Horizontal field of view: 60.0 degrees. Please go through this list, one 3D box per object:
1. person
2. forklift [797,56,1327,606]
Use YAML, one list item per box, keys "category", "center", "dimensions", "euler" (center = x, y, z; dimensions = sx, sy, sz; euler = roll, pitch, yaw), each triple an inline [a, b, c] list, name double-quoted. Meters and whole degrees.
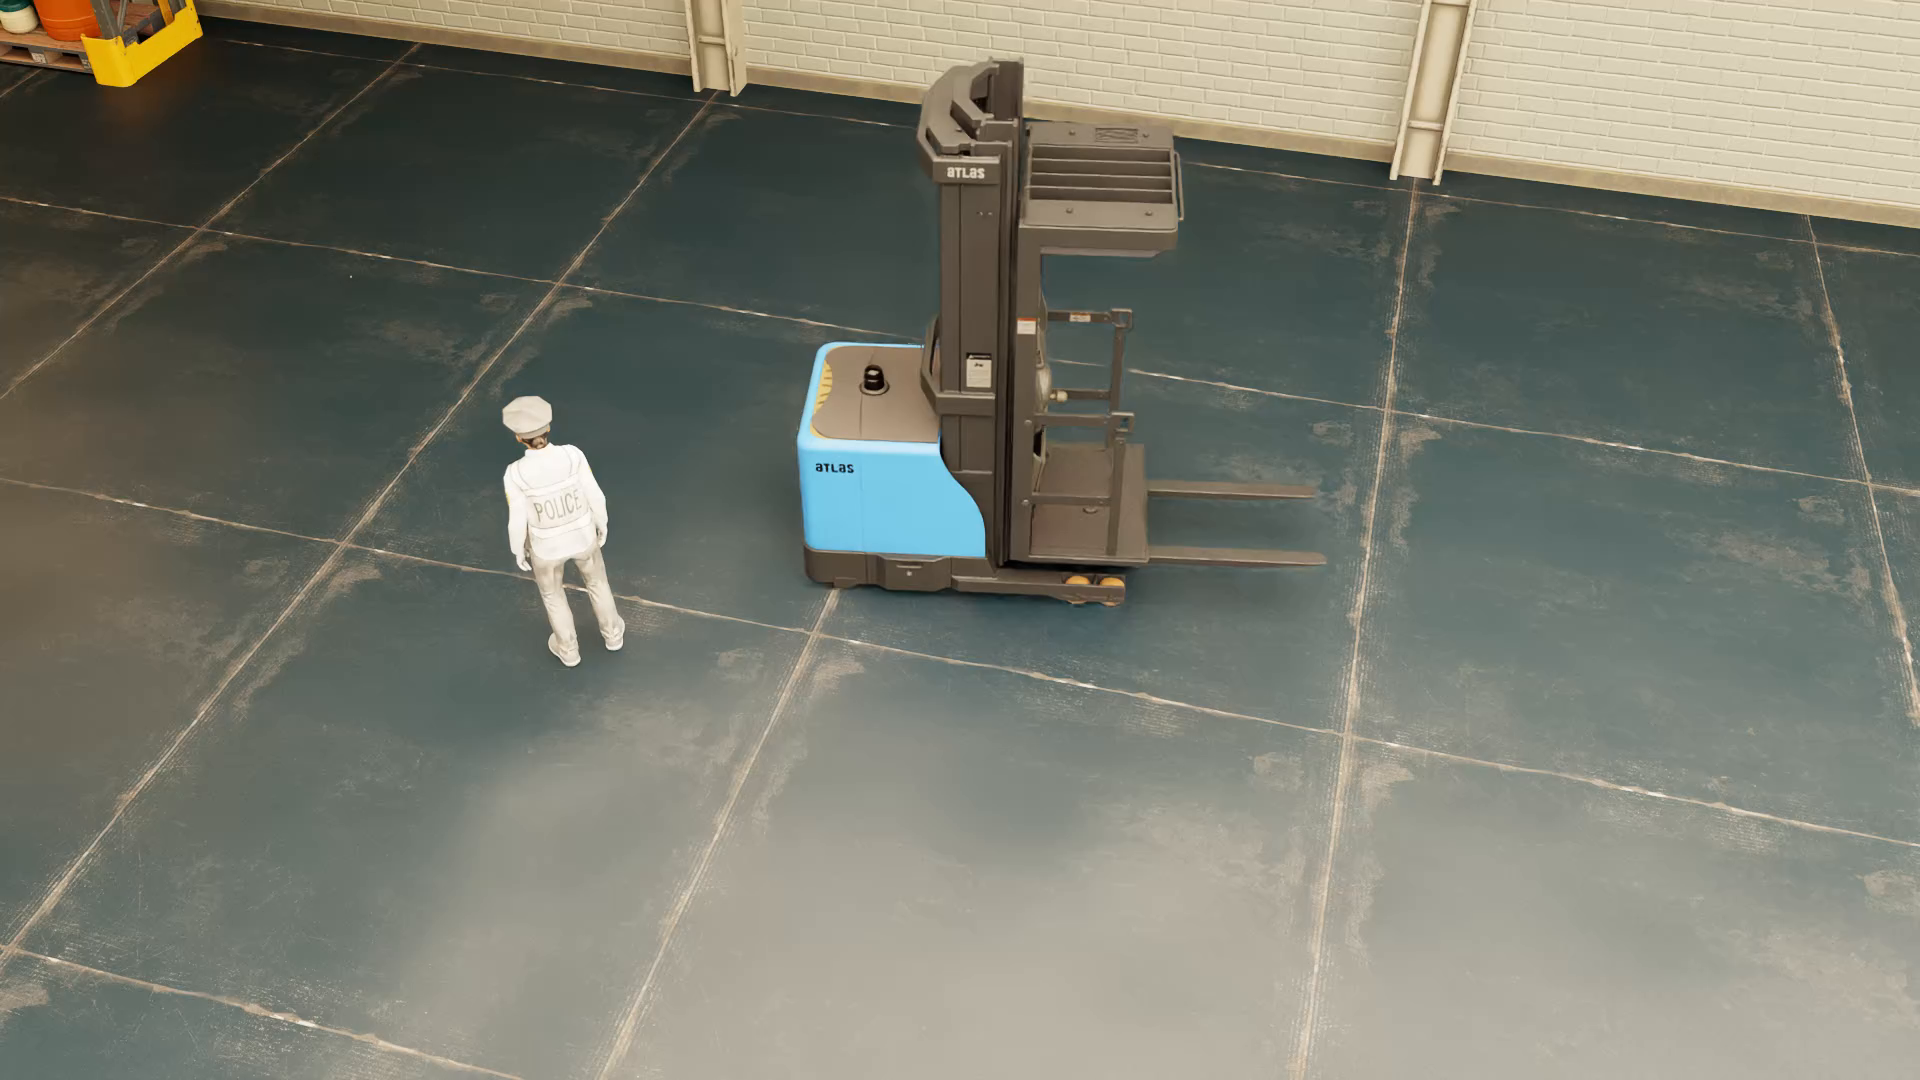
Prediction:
- category: "person"
  center: [-2.120, -0.008, 8.835]
  dimensions: [0.534, 1.662, 0.375]
  euler: [-19, 45, -20]
- category: "forklift"
  center: [0.627, -1.087, 9.101]
  dimensions: [3.031, 2.935, 1.130]
  euler: [2, 41, 3]
